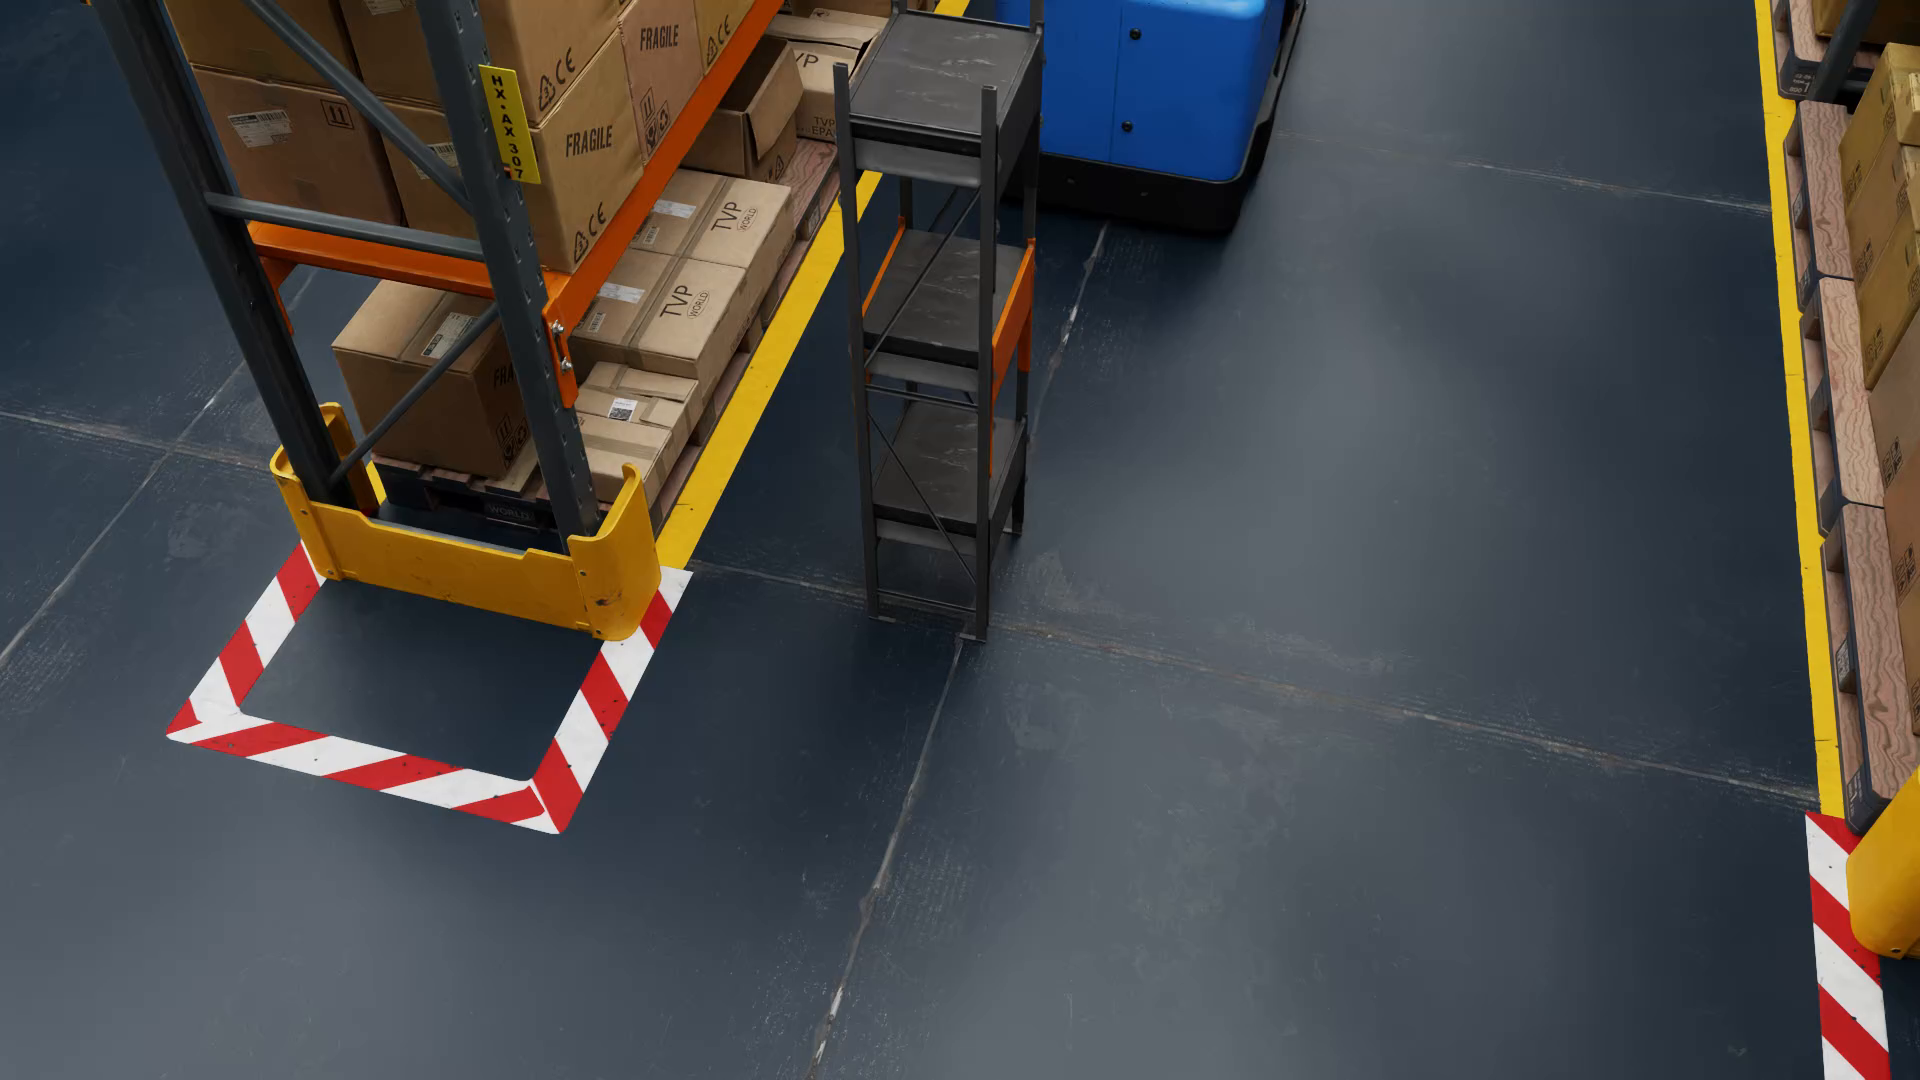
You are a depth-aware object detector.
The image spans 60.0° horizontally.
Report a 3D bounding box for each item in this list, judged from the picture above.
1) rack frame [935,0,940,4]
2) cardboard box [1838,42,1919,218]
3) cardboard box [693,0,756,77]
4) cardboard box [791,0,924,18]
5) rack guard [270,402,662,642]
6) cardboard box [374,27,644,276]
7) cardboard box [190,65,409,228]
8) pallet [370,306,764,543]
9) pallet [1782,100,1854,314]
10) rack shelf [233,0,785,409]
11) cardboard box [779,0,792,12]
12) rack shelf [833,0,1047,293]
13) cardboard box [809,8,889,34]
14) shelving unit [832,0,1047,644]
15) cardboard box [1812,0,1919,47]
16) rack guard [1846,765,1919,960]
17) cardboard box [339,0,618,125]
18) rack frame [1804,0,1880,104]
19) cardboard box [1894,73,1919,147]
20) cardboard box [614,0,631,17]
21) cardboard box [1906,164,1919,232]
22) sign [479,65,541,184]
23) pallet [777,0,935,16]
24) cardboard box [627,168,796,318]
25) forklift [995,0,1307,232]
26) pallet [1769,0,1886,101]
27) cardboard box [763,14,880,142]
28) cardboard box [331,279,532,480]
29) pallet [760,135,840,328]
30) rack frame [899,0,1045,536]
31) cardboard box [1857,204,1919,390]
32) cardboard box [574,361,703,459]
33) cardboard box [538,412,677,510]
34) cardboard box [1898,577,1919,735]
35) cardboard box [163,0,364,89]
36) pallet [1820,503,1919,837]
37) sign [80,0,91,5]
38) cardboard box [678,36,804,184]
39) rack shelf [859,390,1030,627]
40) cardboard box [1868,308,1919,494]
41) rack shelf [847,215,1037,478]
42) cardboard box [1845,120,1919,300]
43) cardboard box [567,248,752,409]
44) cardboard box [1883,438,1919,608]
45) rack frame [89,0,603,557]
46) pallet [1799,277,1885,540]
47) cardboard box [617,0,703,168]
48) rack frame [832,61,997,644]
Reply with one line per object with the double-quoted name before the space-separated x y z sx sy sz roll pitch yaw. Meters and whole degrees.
"rack frame" -0.572 -3.726 7.038 1.000 3.000 0.127 12 50 10
"cardboard box" 3.912 -1.542 6.497 0.700 0.500 0.500 12 50 11
"cardboard box" -0.988 -1.871 5.334 0.500 0.500 0.500 11 50 10
"cardboard box" -0.449 -2.576 7.397 0.500 0.500 0.500 12 50 10
"rack guard" -1.605 -0.060 5.470 1.175 0.500 0.348 12 50 10
"cardboard box" -1.254 -1.134 4.684 0.500 0.500 0.500 13 50 11
"cardboard box" -1.770 -1.243 4.780 0.500 0.500 0.500 13 50 11
"pallet" -1.396 -0.541 6.087 1.003 0.211 1.213 12 50 10
"pallet" 3.932 -1.294 6.751 1.003 0.211 1.213 12 50 10
"rack shelf" -1.099 -2.041 6.031 1.077 0.370 4.000 12 50 10
"cardboard box" -0.892 -2.721 7.650 0.500 0.311 0.500 12 50 10
"rack shelf" -0.044 -1.029 4.342 0.431 0.518 0.480 12 50 10
"cardboard box" -0.490 -2.177 7.279 0.380 0.149 0.250 12 50 10
"shelving unit" -0.044 -0.575 4.857 0.431 2.100 0.503 12 50 10
"cardboard box" 4.253 -2.674 7.263 0.750 0.750 0.750 12 50 10
"rack guard" 3.148 0.987 4.546 1.175 0.500 0.348 12 50 10
"cardboard box" -1.254 -1.465 4.309 0.500 0.500 0.500 13 50 11
"rack frame" 4.208 -2.751 6.177 1.000 3.000 0.127 12 50 10
"cardboard box" 3.646 -1.545 6.067 0.380 0.149 0.250 13 50 11
"cardboard box" -1.124 -1.845 4.644 0.500 0.500 0.500 12 50 10
"cardboard box" 3.508 -1.167 5.734 0.380 0.149 0.250 10 49 9
"sign" -1.102 -1.012 4.065 0.100 0.325 0.005 12 50 10
"pallet" -0.754 -2.306 7.645 1.003 0.211 1.213 12 50 10
"cardboard box" -0.945 -1.129 6.286 0.500 0.250 0.500 12 50 10
"forklift" 1.023 -3.356 6.757 1.130 2.935 3.031 12 50 11
"pallet" 4.338 -2.401 7.728 1.003 0.211 1.213 12 50 10
"cardboard box" -0.646 -1.971 6.989 0.500 0.311 0.500 12 50 10
"cardboard box" -1.720 -0.593 5.646 0.500 0.500 0.500 12 50 10
"pallet" -1.073 -1.421 6.864 1.003 0.211 1.213 12 50 10
"rack frame" 0.021 -0.752 5.013 0.400 2.100 0.015 12 50 10
"cardboard box" 3.639 -0.808 5.850 0.700 0.500 0.500 13 50 11
"cardboard box" -1.118 -0.456 5.748 0.380 0.166 0.250 12 50 10
"cardboard box" -1.183 -0.270 5.595 0.380 0.149 0.250 12 50 10
"cardboard box" 3.243 0.305 4.868 0.700 0.500 0.500 12 50 10
"cardboard box" -1.773 -1.573 4.404 0.500 0.500 0.500 11 50 10
"pallet" 3.290 0.471 5.193 1.003 0.211 1.213 12 50 10
"sign" -2.155 -1.444 4.041 0.100 0.325 0.005 12 50 10
"cardboard box" -1.062 -1.685 6.608 0.797 0.503 0.637 12 50 10
"rack shelf" -0.044 -0.103 5.392 0.431 0.518 0.480 12 50 10
"cardboard box" 3.506 -0.421 5.508 0.700 0.500 0.500 10 49 9
"rack shelf" -0.044 -0.566 4.867 0.431 0.518 0.480 12 50 10
"cardboard box" 3.776 -1.179 6.177 0.700 0.500 0.500 11 50 10
"cardboard box" -1.077 -0.767 5.967 0.500 0.250 0.500 12 50 10
"cardboard box" 3.374 -0.057 5.187 0.700 0.500 0.500 11 50 10
"rack frame" -1.625 -0.832 4.484 1.000 3.000 0.127 12 50 10
"pallet" 3.613 -0.408 5.970 1.003 0.211 1.213 12 50 10
"cardboard box" -1.123 -1.509 5.014 0.500 0.500 0.500 11 50 10
"rack frame" -0.108 -0.399 4.701 0.400 2.100 0.015 12 50 10
